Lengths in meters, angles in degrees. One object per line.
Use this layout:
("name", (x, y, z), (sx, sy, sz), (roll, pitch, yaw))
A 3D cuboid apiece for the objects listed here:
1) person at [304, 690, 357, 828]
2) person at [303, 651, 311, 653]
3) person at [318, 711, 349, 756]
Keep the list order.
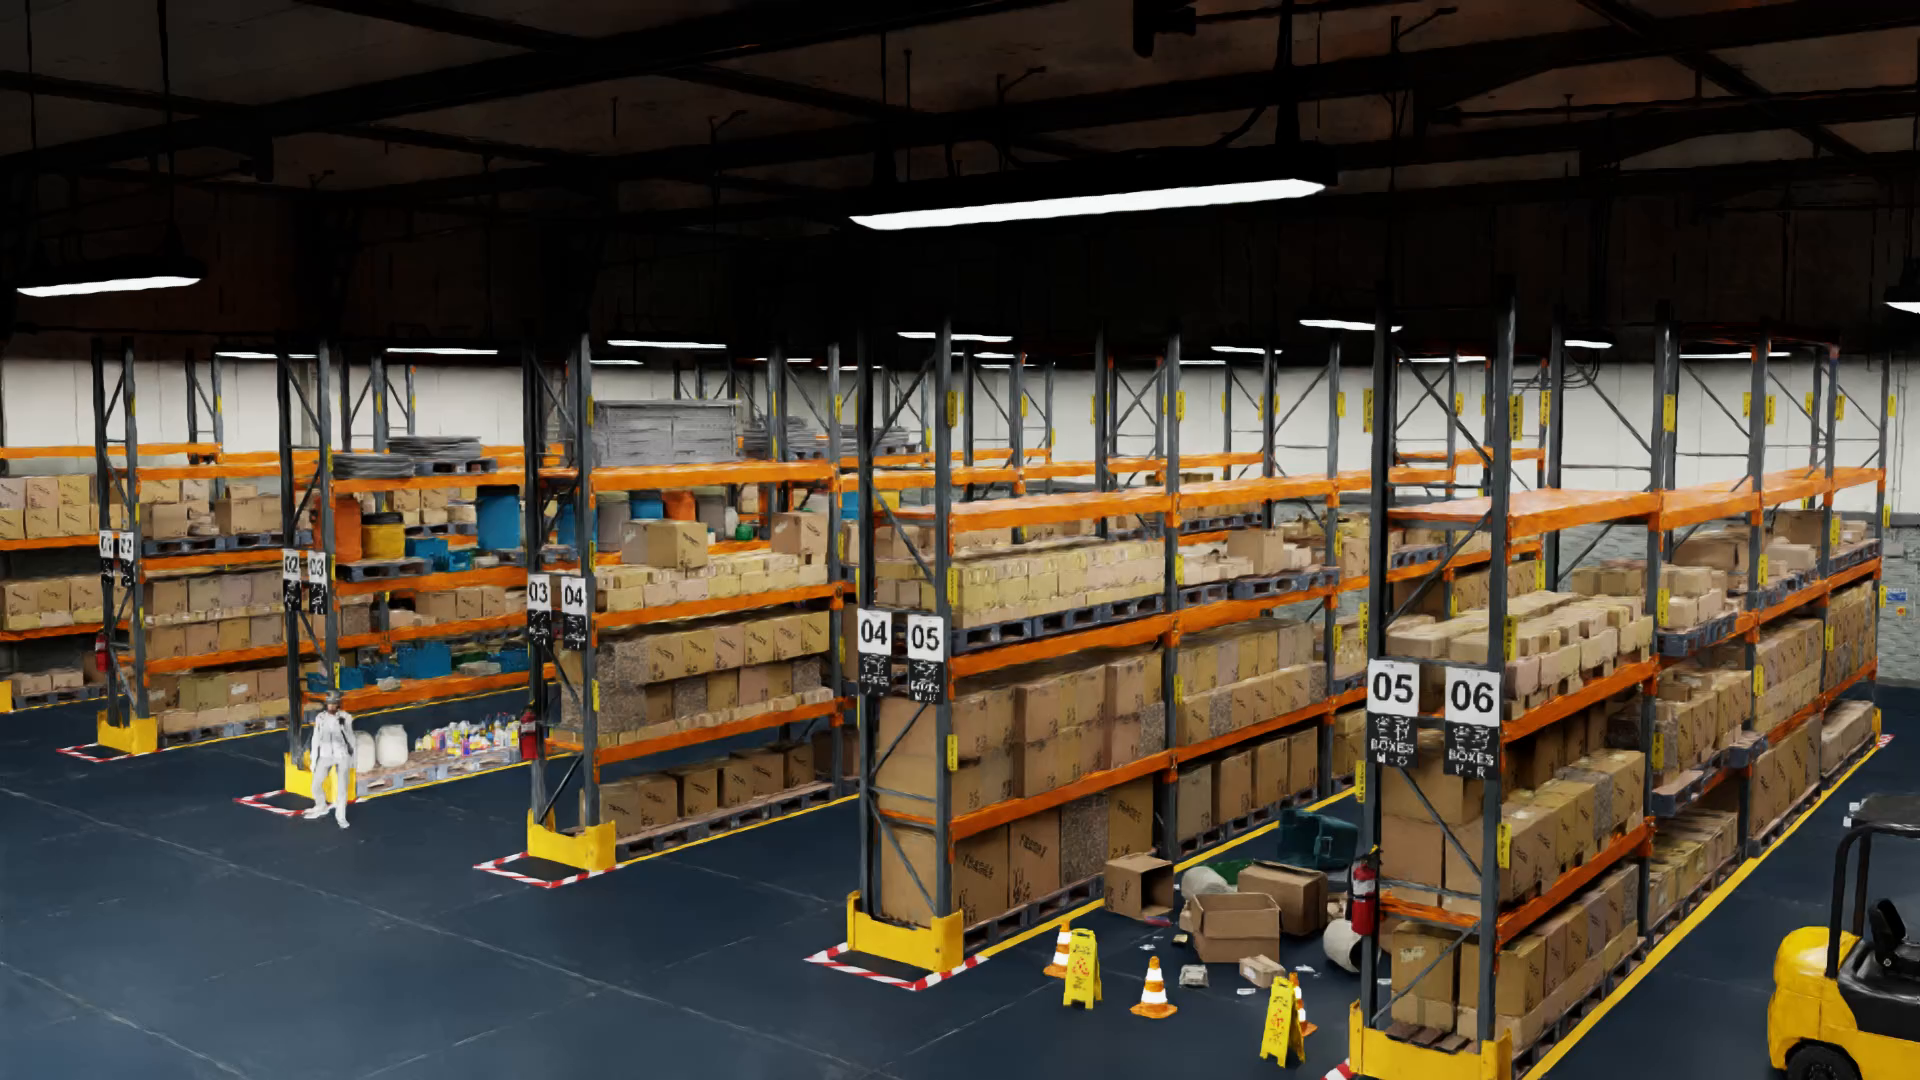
("person", (-7.586, 2.605, 19.960), (0.669, 1.662, 0.458), (0, 5, -6))
("person", (-11.293, 1.833, 28.768), (0.719, 1.679, 0.540), (4, 6, 37))
("person", (-3.120, 2.425, 21.199), (5.902, 1.659, 7.715), (4, 6, 36))
